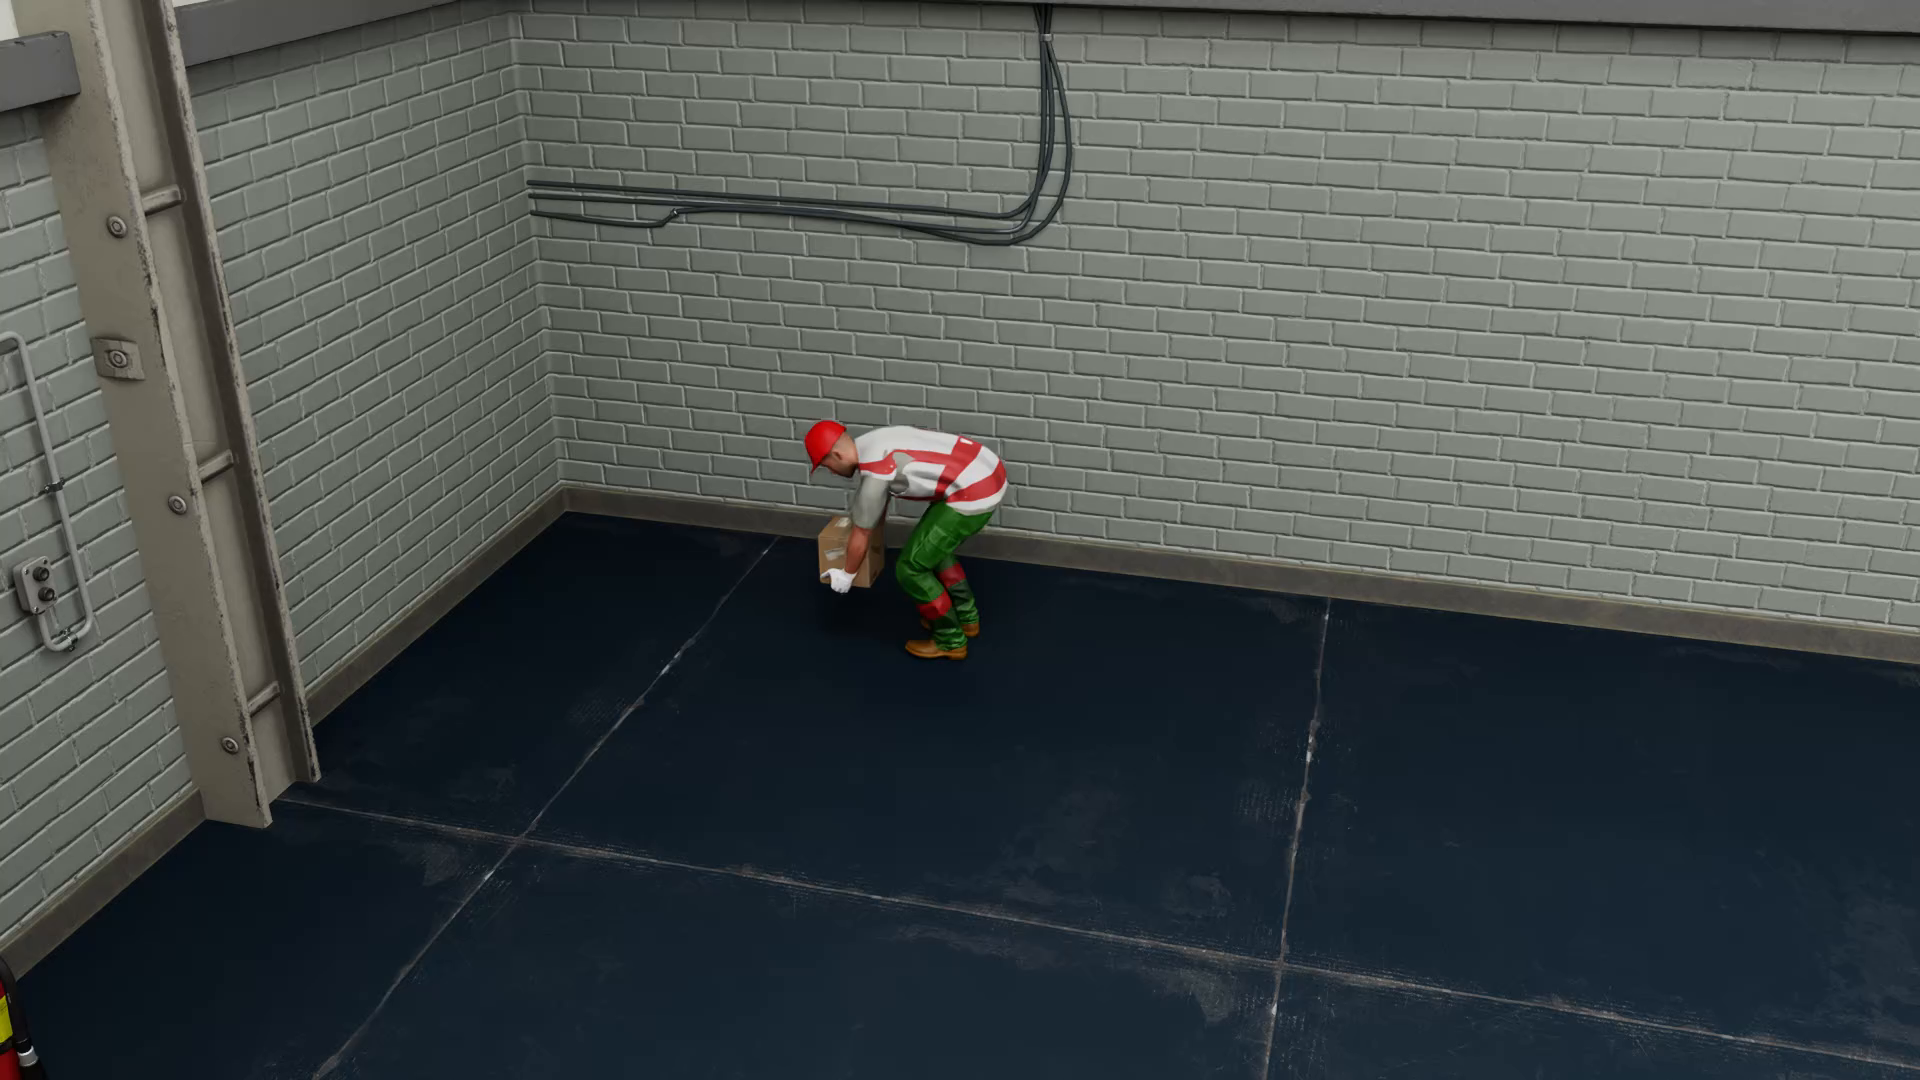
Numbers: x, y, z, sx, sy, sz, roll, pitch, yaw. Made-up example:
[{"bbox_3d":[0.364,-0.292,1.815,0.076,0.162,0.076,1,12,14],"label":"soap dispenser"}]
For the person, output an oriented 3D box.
[{"bbox_3d":[-0.257,-0.020,7.917,0.954,1.111,0.525,5,26,11],"label":"person"}]
